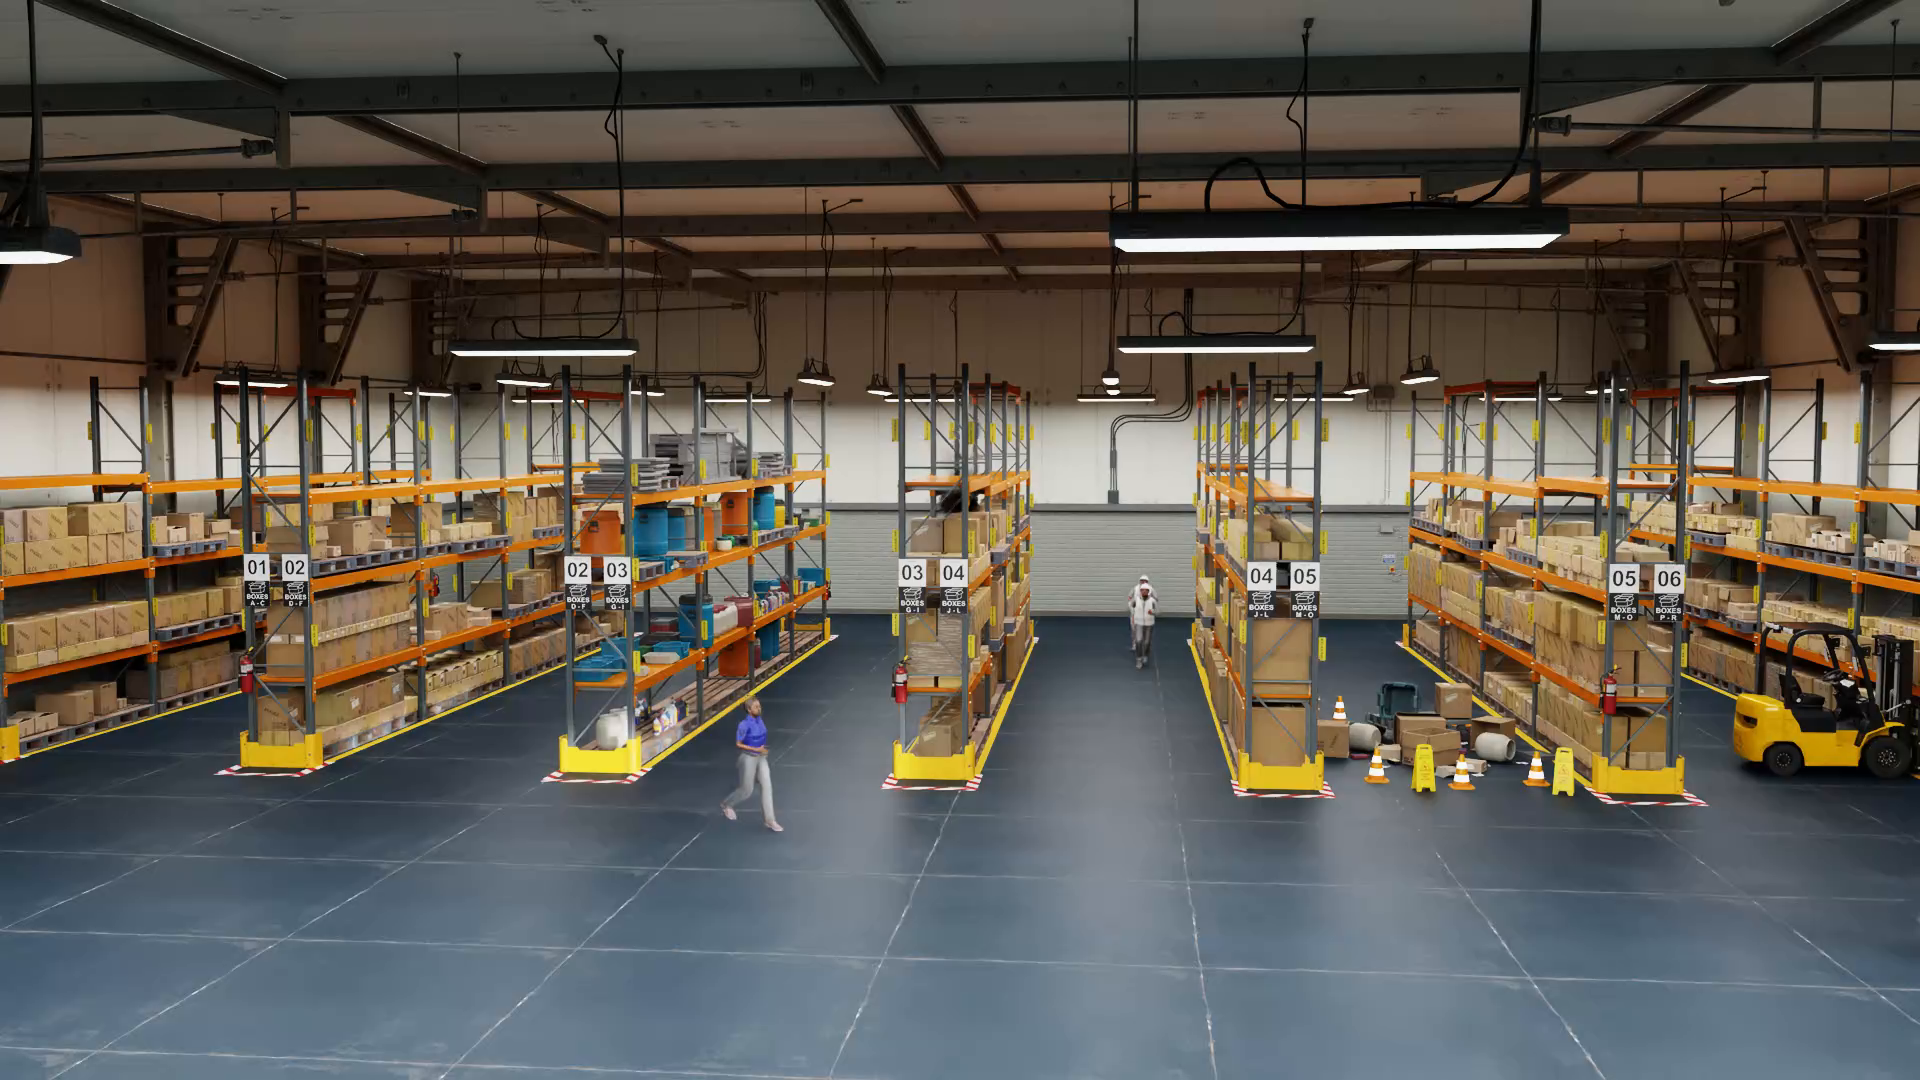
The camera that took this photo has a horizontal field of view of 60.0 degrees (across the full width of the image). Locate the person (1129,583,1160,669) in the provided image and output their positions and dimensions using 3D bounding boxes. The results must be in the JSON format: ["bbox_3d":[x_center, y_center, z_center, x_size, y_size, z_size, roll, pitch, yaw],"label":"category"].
[{"bbox_3d":[3.949,1.837,35.599,0.643,1.836,0.801,0,4,5],"label":"person"}]

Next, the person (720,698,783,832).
[{"bbox_3d":[-2.630,2.819,20.991,0.931,1.664,0.597,2,4,33],"label":"person"}]

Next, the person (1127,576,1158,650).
[{"bbox_3d":[4.208,1.678,38.461,0.707,1.723,0.637,1,4,15],"label":"person"}]
